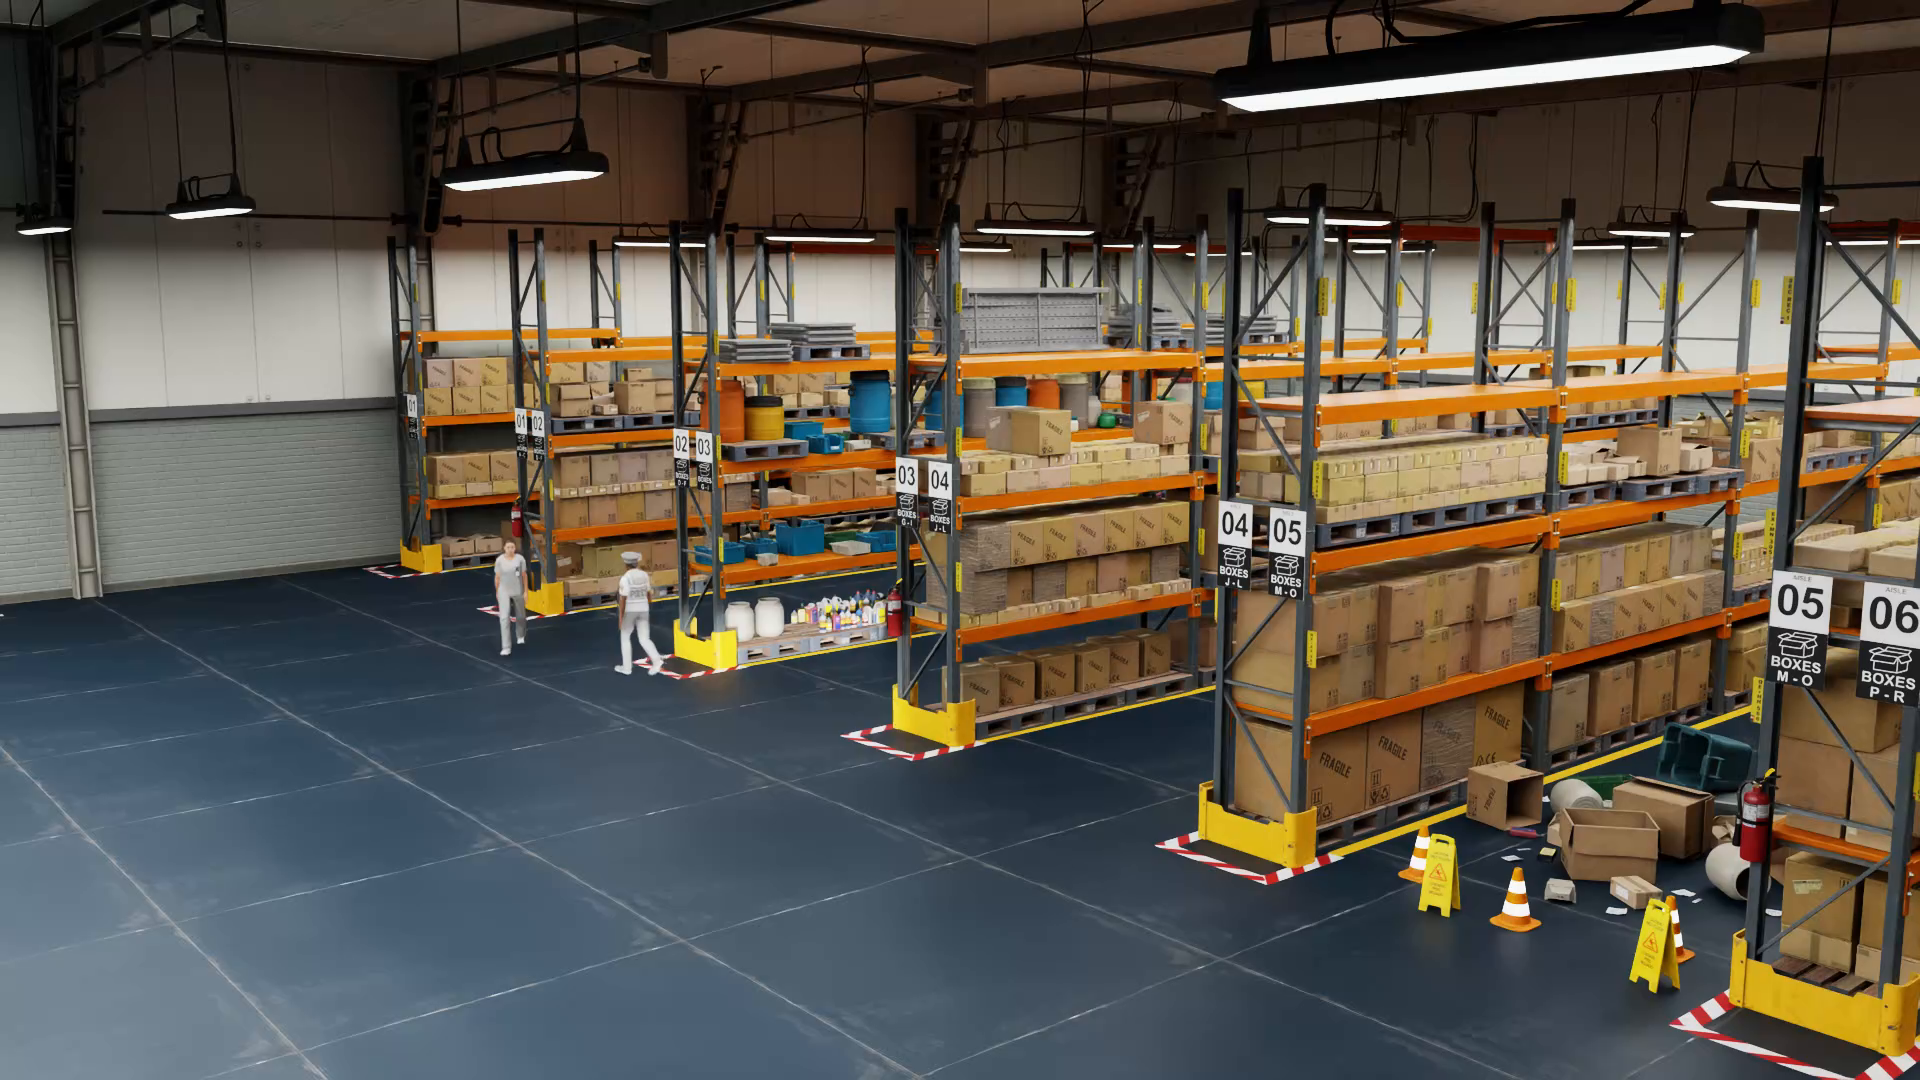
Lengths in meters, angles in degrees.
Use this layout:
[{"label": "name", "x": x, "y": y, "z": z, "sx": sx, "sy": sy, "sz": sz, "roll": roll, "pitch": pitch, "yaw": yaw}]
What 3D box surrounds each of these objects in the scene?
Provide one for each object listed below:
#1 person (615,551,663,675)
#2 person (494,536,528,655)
[{"label": "person", "x": -4.271, "y": 0.984, "z": 22.008, "sx": 0.517, "sy": 1.646, "sz": 0.809, "roll": -7, "pitch": 11, "yaw": -40}, {"label": "person", "x": -6.356, "y": 0.750, "z": 23.544, "sx": 0.455, "sy": 1.640, "sz": 0.880, "roll": -4, "pitch": 10, "yaw": -23}]
